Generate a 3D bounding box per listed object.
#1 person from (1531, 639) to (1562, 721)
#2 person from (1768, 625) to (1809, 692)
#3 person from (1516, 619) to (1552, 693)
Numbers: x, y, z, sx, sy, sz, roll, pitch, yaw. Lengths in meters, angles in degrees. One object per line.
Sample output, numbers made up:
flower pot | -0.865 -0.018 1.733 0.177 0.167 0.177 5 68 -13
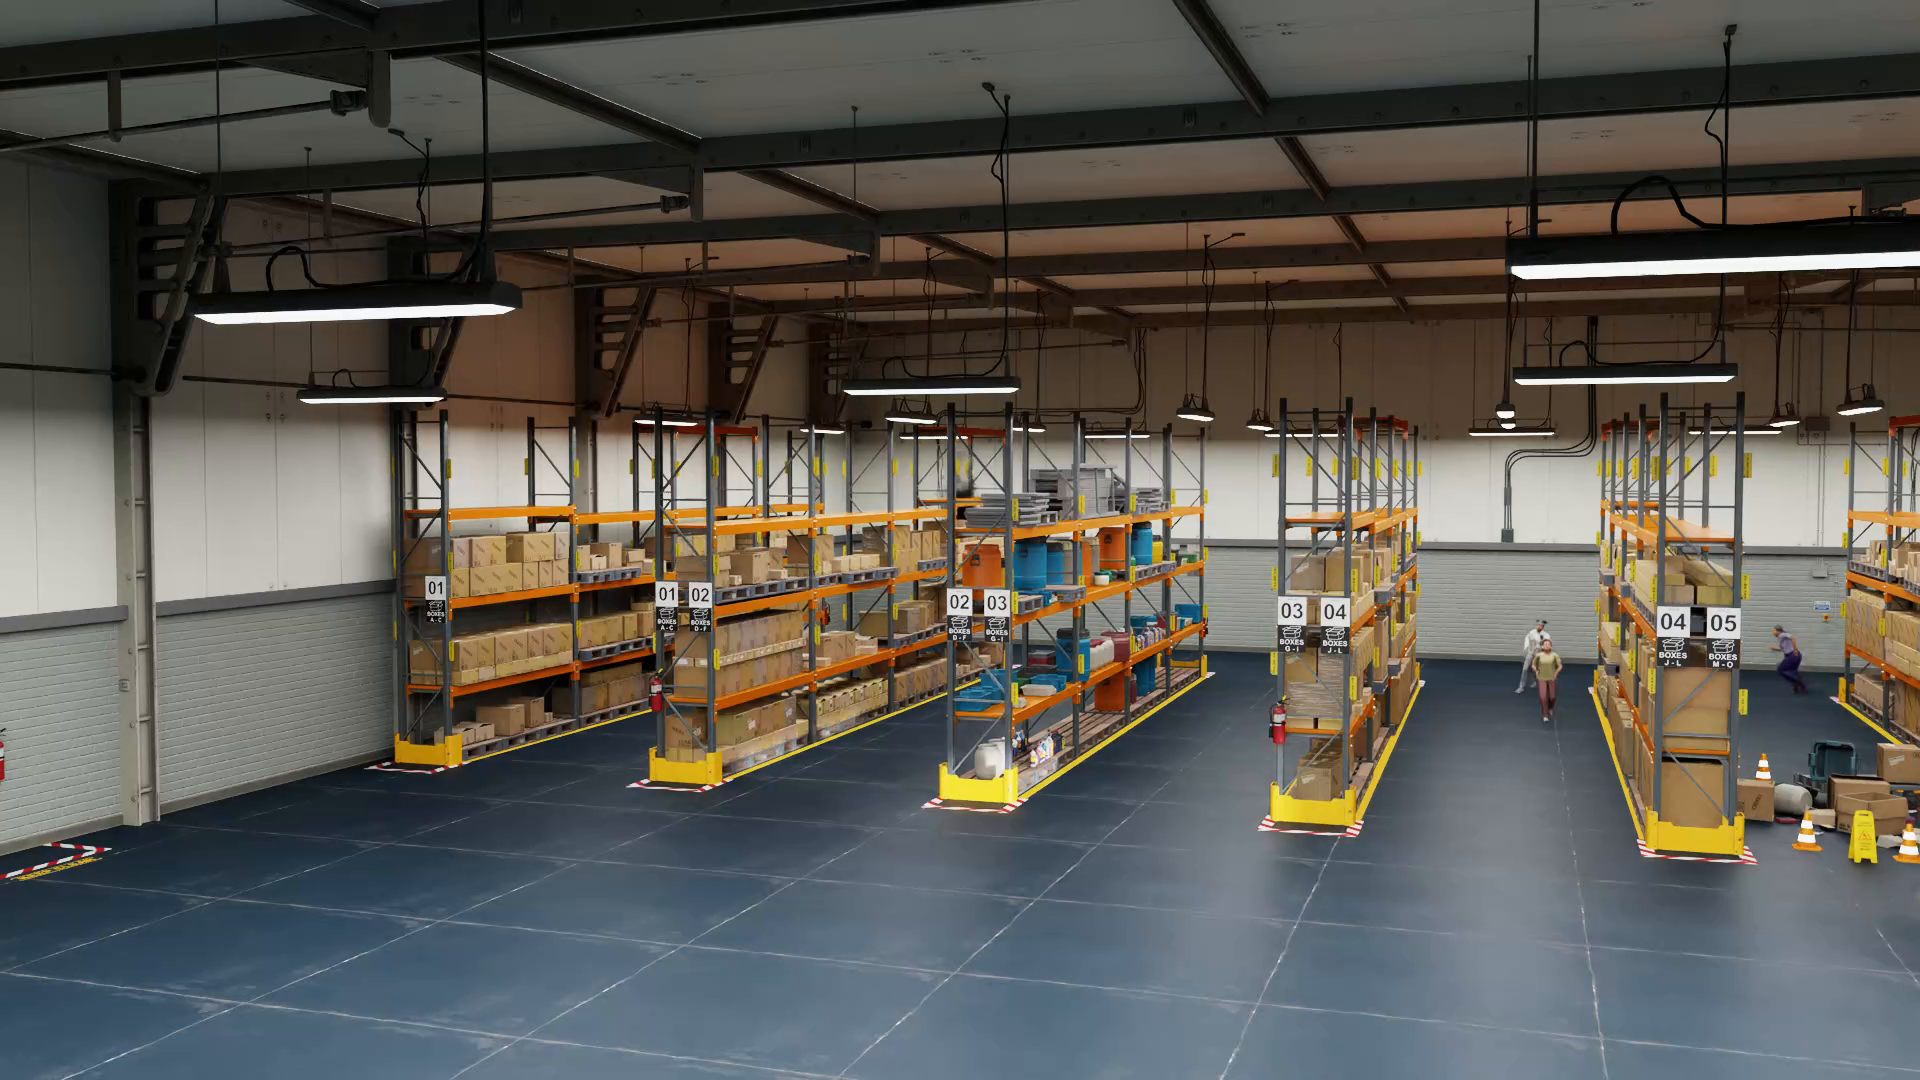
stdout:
person | 11.631 2.774 32.974 0.577 1.620 0.566 1 3 19
person | 18.536 2.667 37.215 0.841 1.483 0.592 1 3 27
person | 12.883 2.571 37.123 0.663 1.640 0.915 2 3 37
